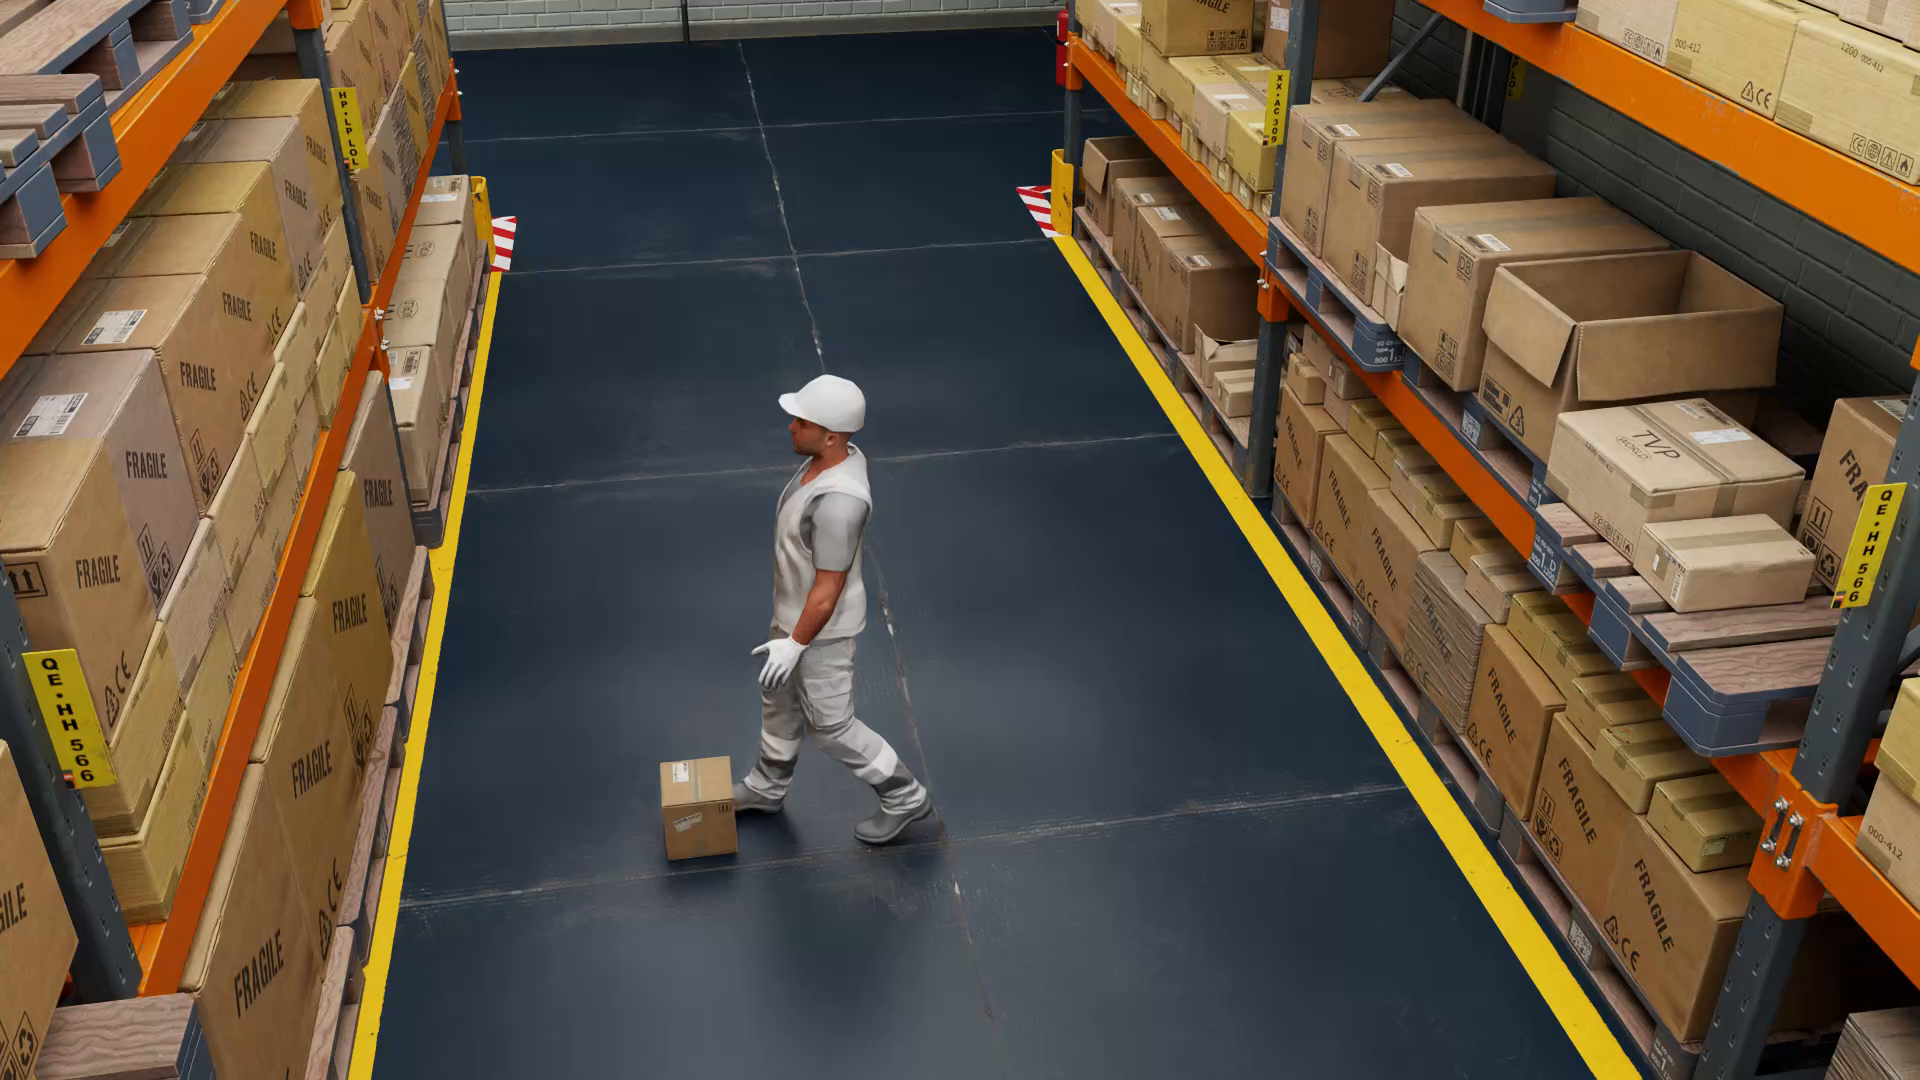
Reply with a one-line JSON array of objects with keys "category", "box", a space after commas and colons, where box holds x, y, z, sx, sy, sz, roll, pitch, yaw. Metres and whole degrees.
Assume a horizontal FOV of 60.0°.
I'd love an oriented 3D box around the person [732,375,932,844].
[{"category": "person", "box": [-0.523, 0.274, 5.667, 0.819, 1.781, 0.554, -5, 31, -9]}]
